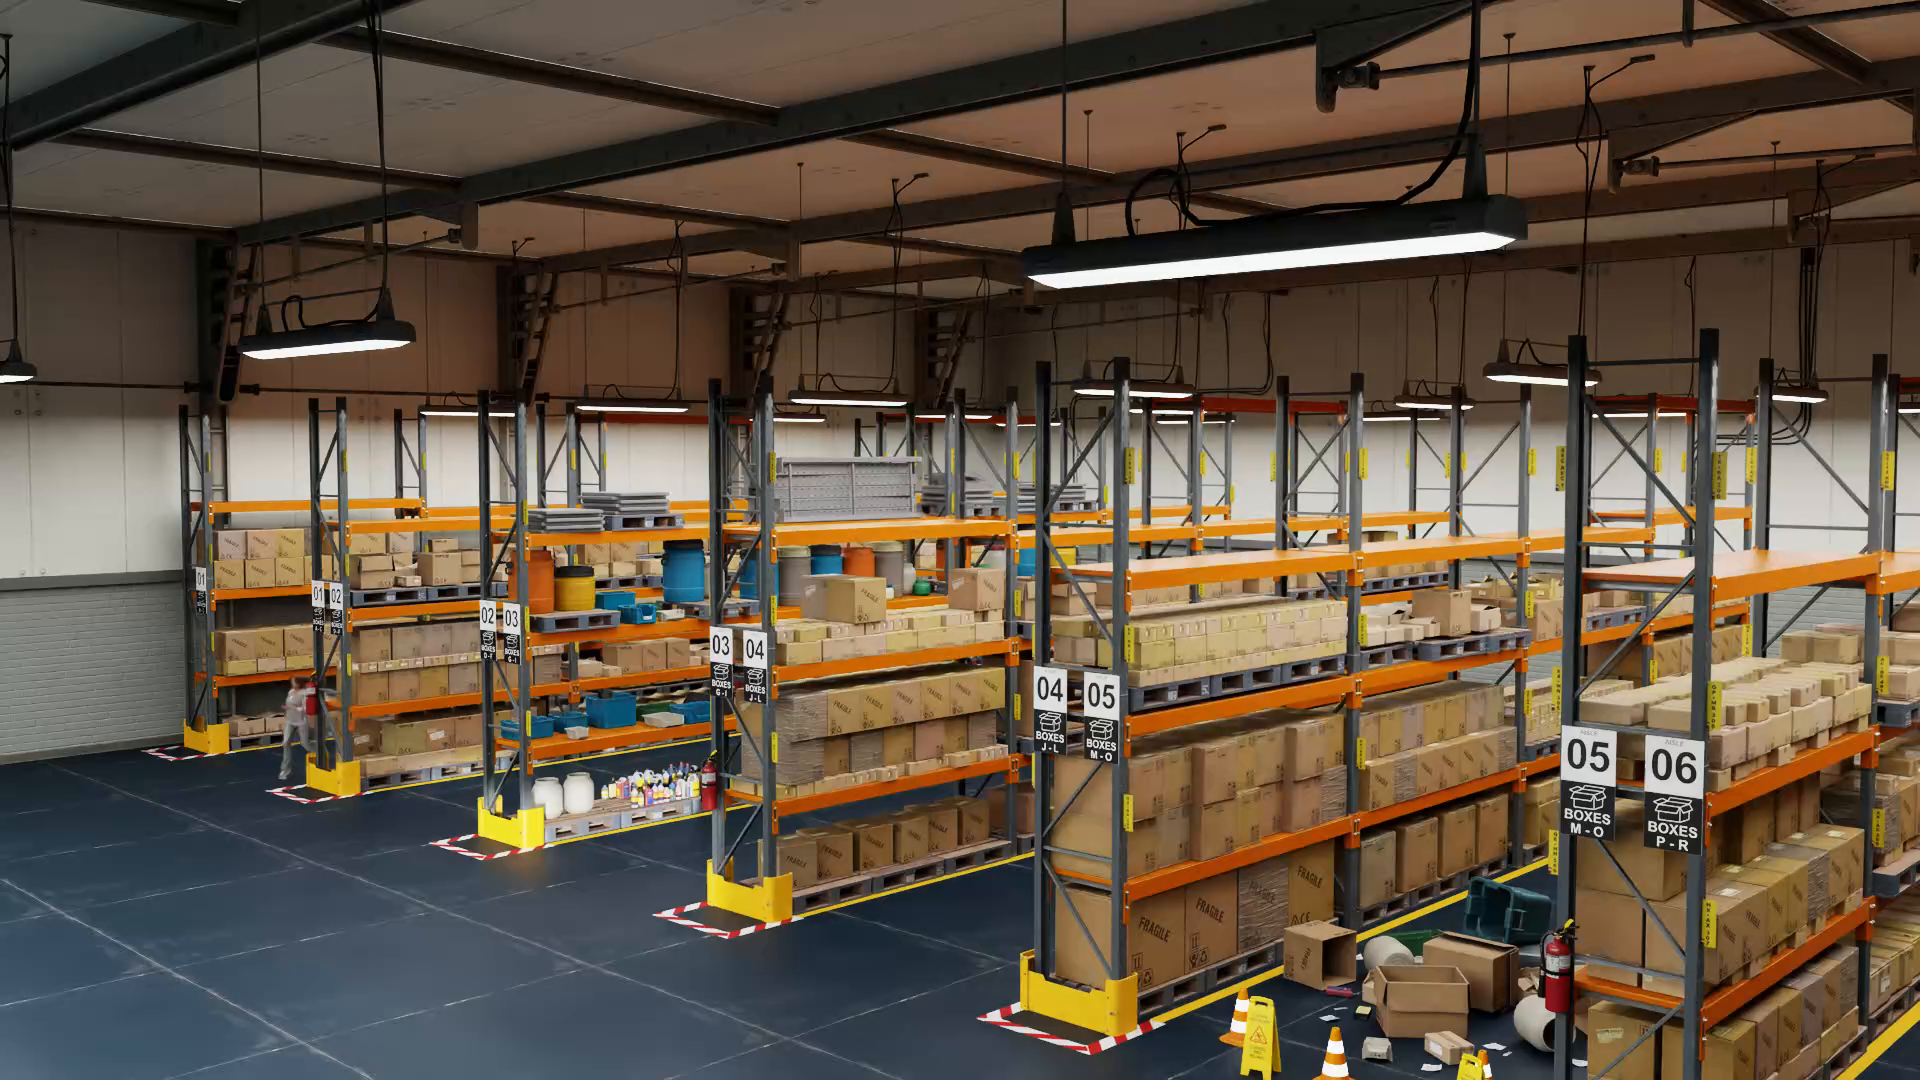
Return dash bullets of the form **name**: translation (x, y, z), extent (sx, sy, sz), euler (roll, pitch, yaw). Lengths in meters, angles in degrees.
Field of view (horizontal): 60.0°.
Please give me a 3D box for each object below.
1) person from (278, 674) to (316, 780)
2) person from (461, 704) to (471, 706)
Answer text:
- **person**: translation (-10.544, 2.950, 26.475), extent (0.515, 1.630, 0.767), euler (1, 3, 19)
- **person**: translation (-8.684, 2.758, 29.195), extent (0.726, 1.739, 0.607), euler (3, 4, 41)
